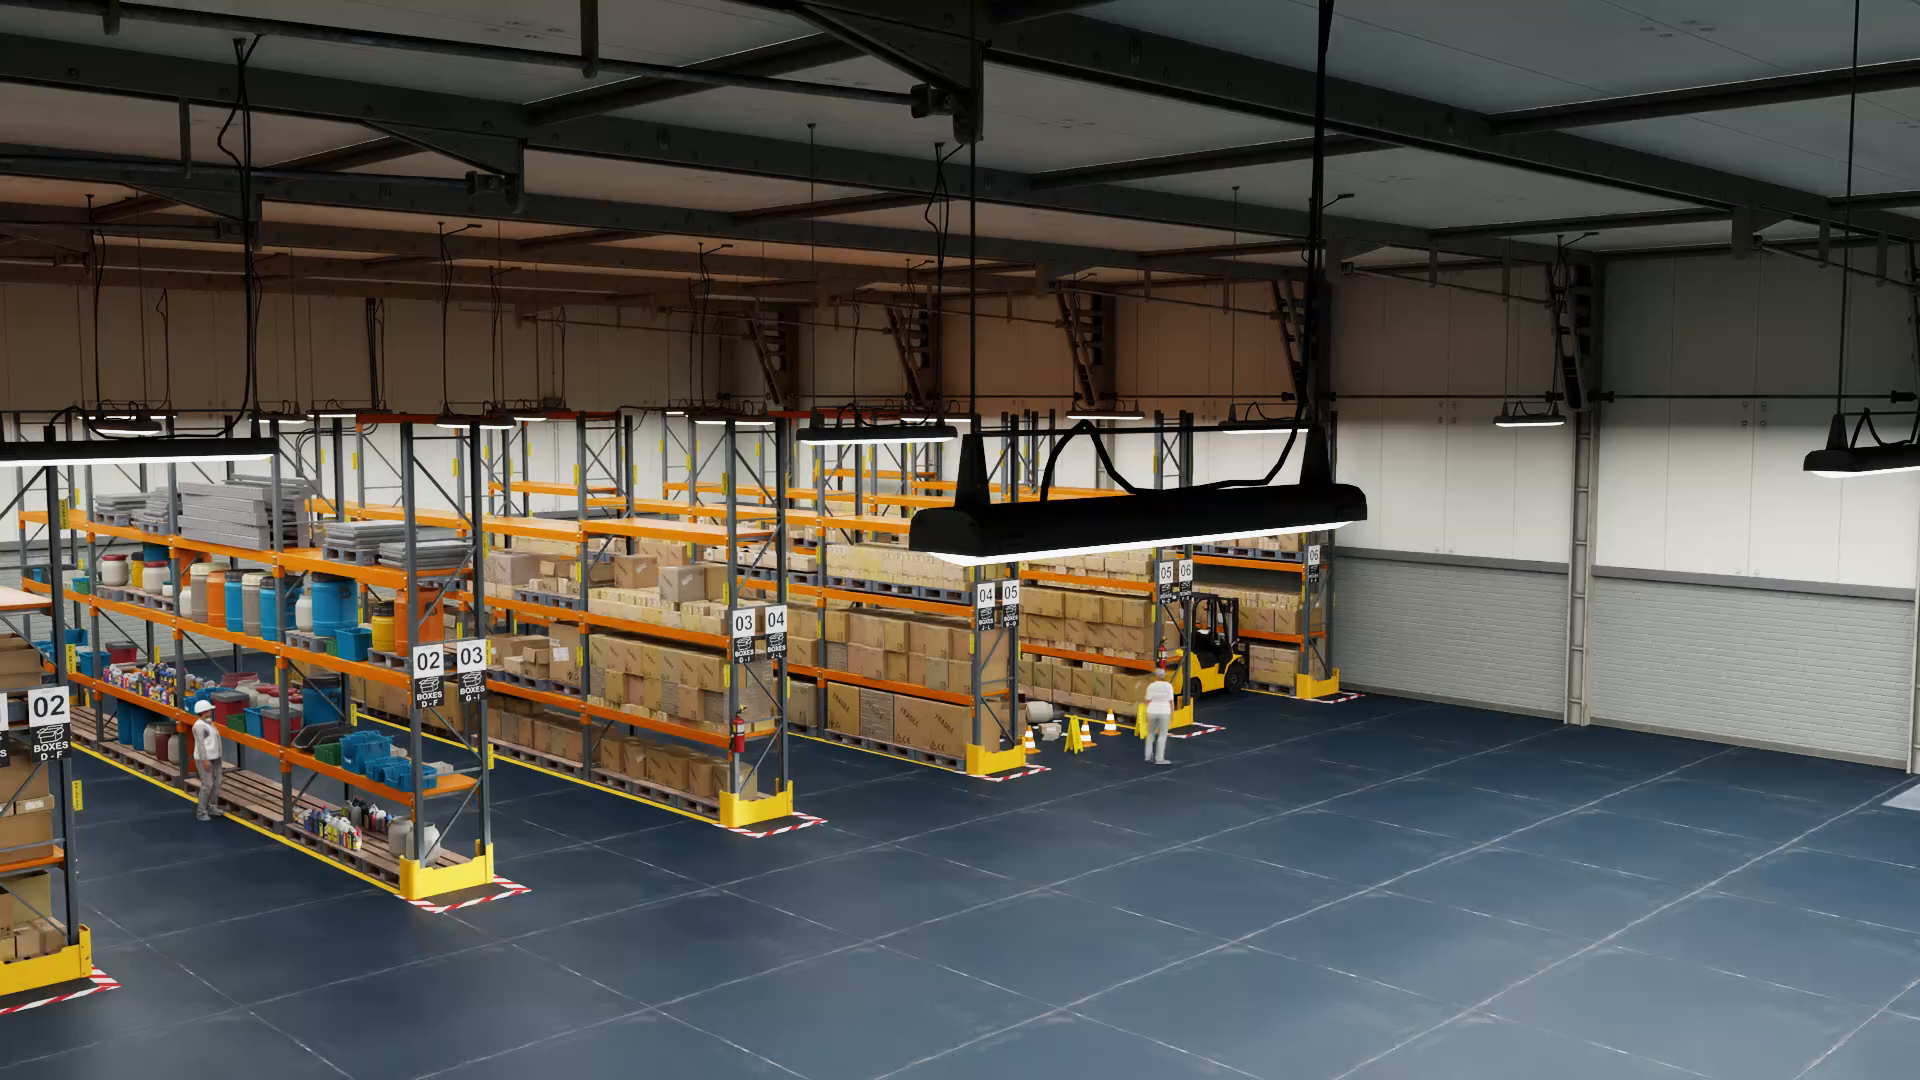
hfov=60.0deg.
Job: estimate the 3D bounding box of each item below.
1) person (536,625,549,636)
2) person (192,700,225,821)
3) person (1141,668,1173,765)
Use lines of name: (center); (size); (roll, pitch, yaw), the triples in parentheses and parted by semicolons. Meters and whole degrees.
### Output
person: (-10.512, 1.875, 41.761); (0.435, 1.653, 0.464); (-1, 5, -9)
person: (-11.323, 3.319, 25.036); (0.414, 1.839, 0.614); (0, 5, 5)
person: (3.411, 3.019, 28.737); (0.553, 1.654, 0.597); (2, 5, 19)
